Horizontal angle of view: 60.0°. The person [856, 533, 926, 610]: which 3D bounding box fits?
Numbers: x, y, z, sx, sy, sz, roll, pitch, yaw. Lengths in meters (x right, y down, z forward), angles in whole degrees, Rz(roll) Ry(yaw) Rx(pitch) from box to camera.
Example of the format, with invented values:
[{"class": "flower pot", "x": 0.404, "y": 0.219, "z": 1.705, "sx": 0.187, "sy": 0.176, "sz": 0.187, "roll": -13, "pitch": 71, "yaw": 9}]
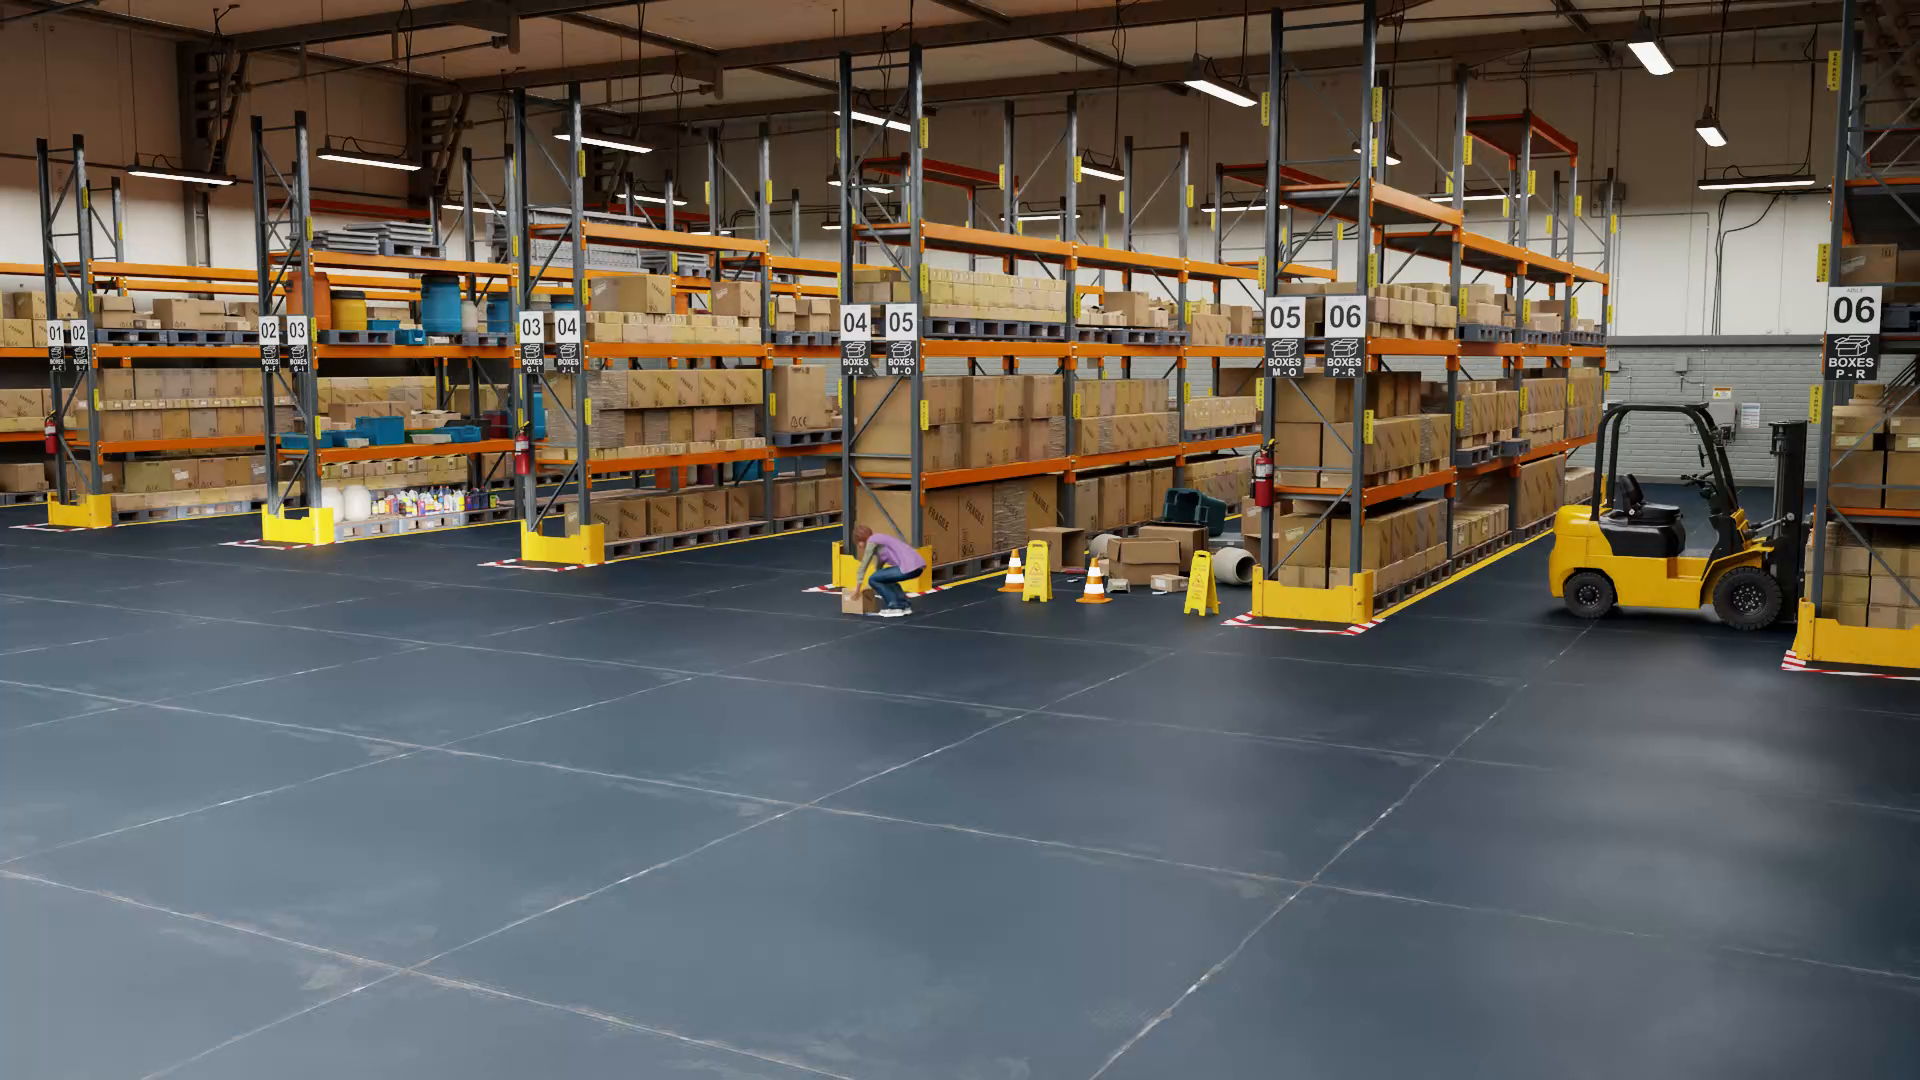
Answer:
[{"class": "person", "x": -0.677, "y": 0.316, "z": 16.855, "sx": 0.666, "sy": 0.768, "sz": 0.443, "roll": 3, "pitch": 7, "yaw": 28}]
